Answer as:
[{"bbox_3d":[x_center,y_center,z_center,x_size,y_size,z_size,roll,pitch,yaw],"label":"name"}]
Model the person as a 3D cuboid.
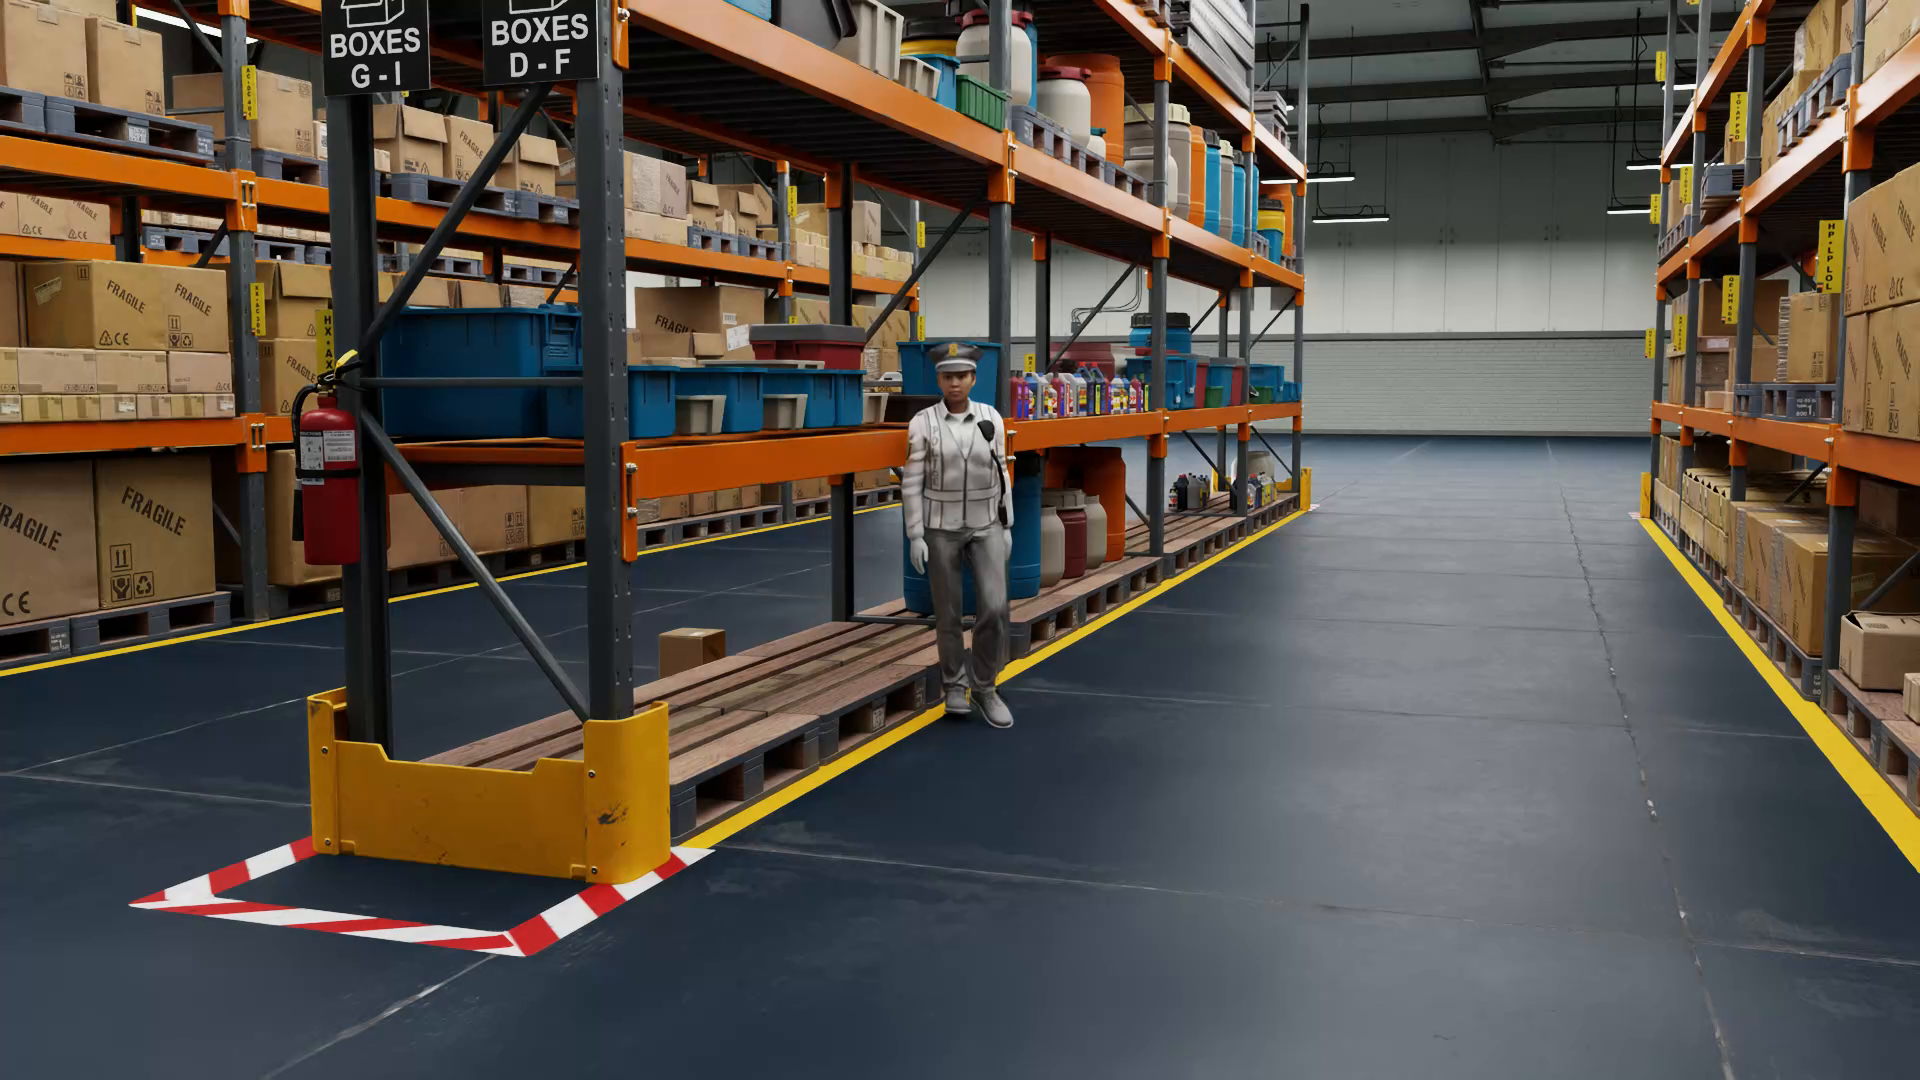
[{"bbox_3d":[-0.008,-0.024,7.372,0.512,1.692,0.514,0,5,-5],"label":"person"}]
